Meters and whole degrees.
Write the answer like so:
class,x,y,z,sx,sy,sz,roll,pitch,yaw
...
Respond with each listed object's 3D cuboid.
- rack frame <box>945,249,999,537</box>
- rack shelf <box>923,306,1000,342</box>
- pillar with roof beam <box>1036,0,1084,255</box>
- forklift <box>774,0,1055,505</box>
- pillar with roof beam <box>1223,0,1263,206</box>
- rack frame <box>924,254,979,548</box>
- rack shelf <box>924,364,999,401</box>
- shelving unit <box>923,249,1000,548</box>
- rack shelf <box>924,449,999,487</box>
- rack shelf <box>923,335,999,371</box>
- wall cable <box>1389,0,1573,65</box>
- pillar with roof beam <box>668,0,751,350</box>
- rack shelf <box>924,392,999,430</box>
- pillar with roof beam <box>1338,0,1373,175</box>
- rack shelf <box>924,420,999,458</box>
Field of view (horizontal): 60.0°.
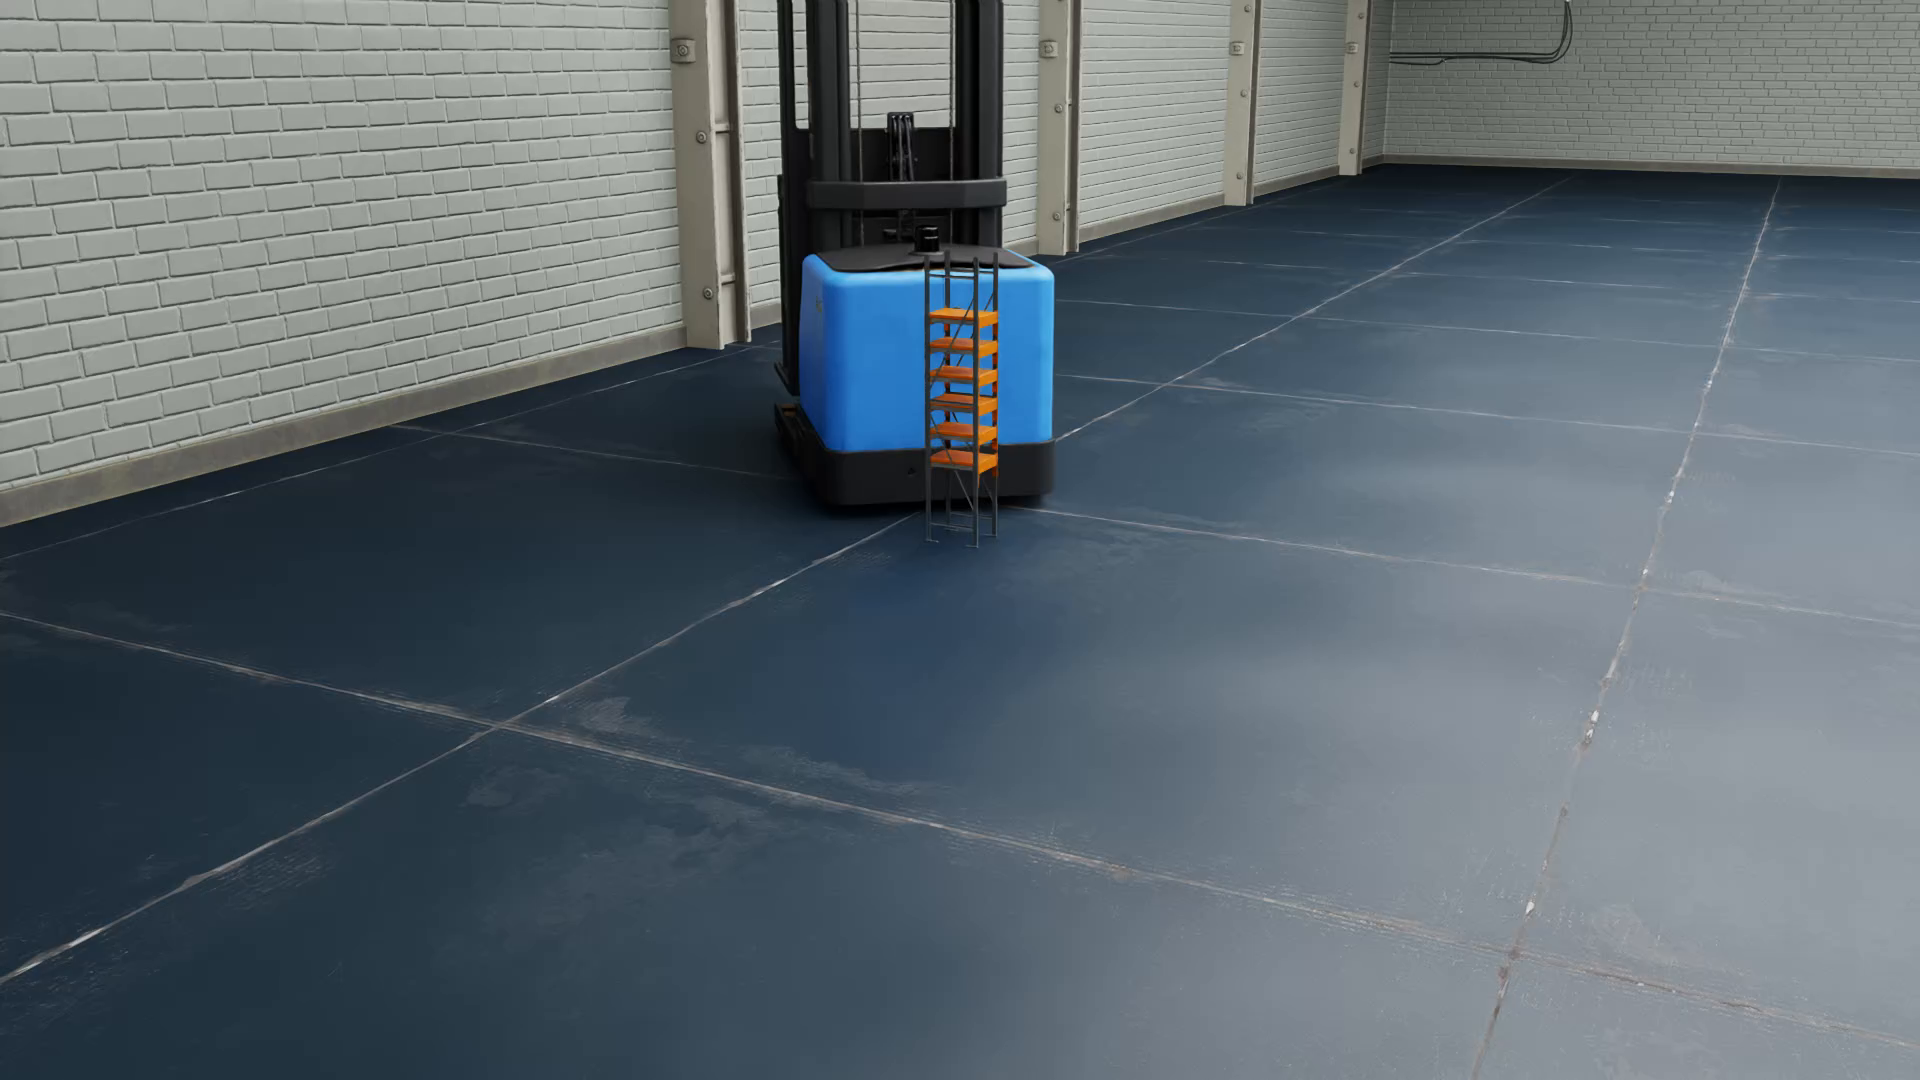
class,x,y,z,sx,sy,sz,roll,pitch,yaw
rack frame,0.047,-0.602,6.944,0.240,1.200,0.006,8,18,25
rack shelf,0.006,-0.881,6.776,0.258,0.103,0.180,8,18,25
pillar with roof beam,4.833,-6.673,13.685,9.100,9.000,0.400,8,18,25
forklift,-0.382,-1.934,8.389,1.130,2.935,3.031,-3,17,-12
pillar with roof beam,7.515,-8.201,18.830,9.100,9.000,0.400,8,18,25
rack frame,-0.034,-0.556,6.787,0.240,1.200,0.006,8,18,25
rack shelf,0.006,-0.651,6.844,0.258,0.103,0.180,8,18,25
shelving unit,0.006,-0.579,6.866,0.258,1.200,0.189,8,18,25
rack shelf,0.006,-0.306,6.947,0.258,0.103,0.180,8,18,25
rack shelf,0.006,-0.766,6.810,0.258,0.103,0.180,8,18,25
wall cable,8.844,-9.371,28.222,3.097,2.526,0.112,8,18,25
pillar with roof beam,2.152,-5.144,8.539,9.100,9.000,0.400,8,18,25
rack shelf,0.006,-0.536,6.879,0.258,0.103,0.180,8,18,25
pillar with roof beam,10.196,-9.729,23.976,9.100,9.000,0.400,8,18,25
rack shelf,0.006,-0.421,6.913,0.258,0.103,0.180,8,18,25
